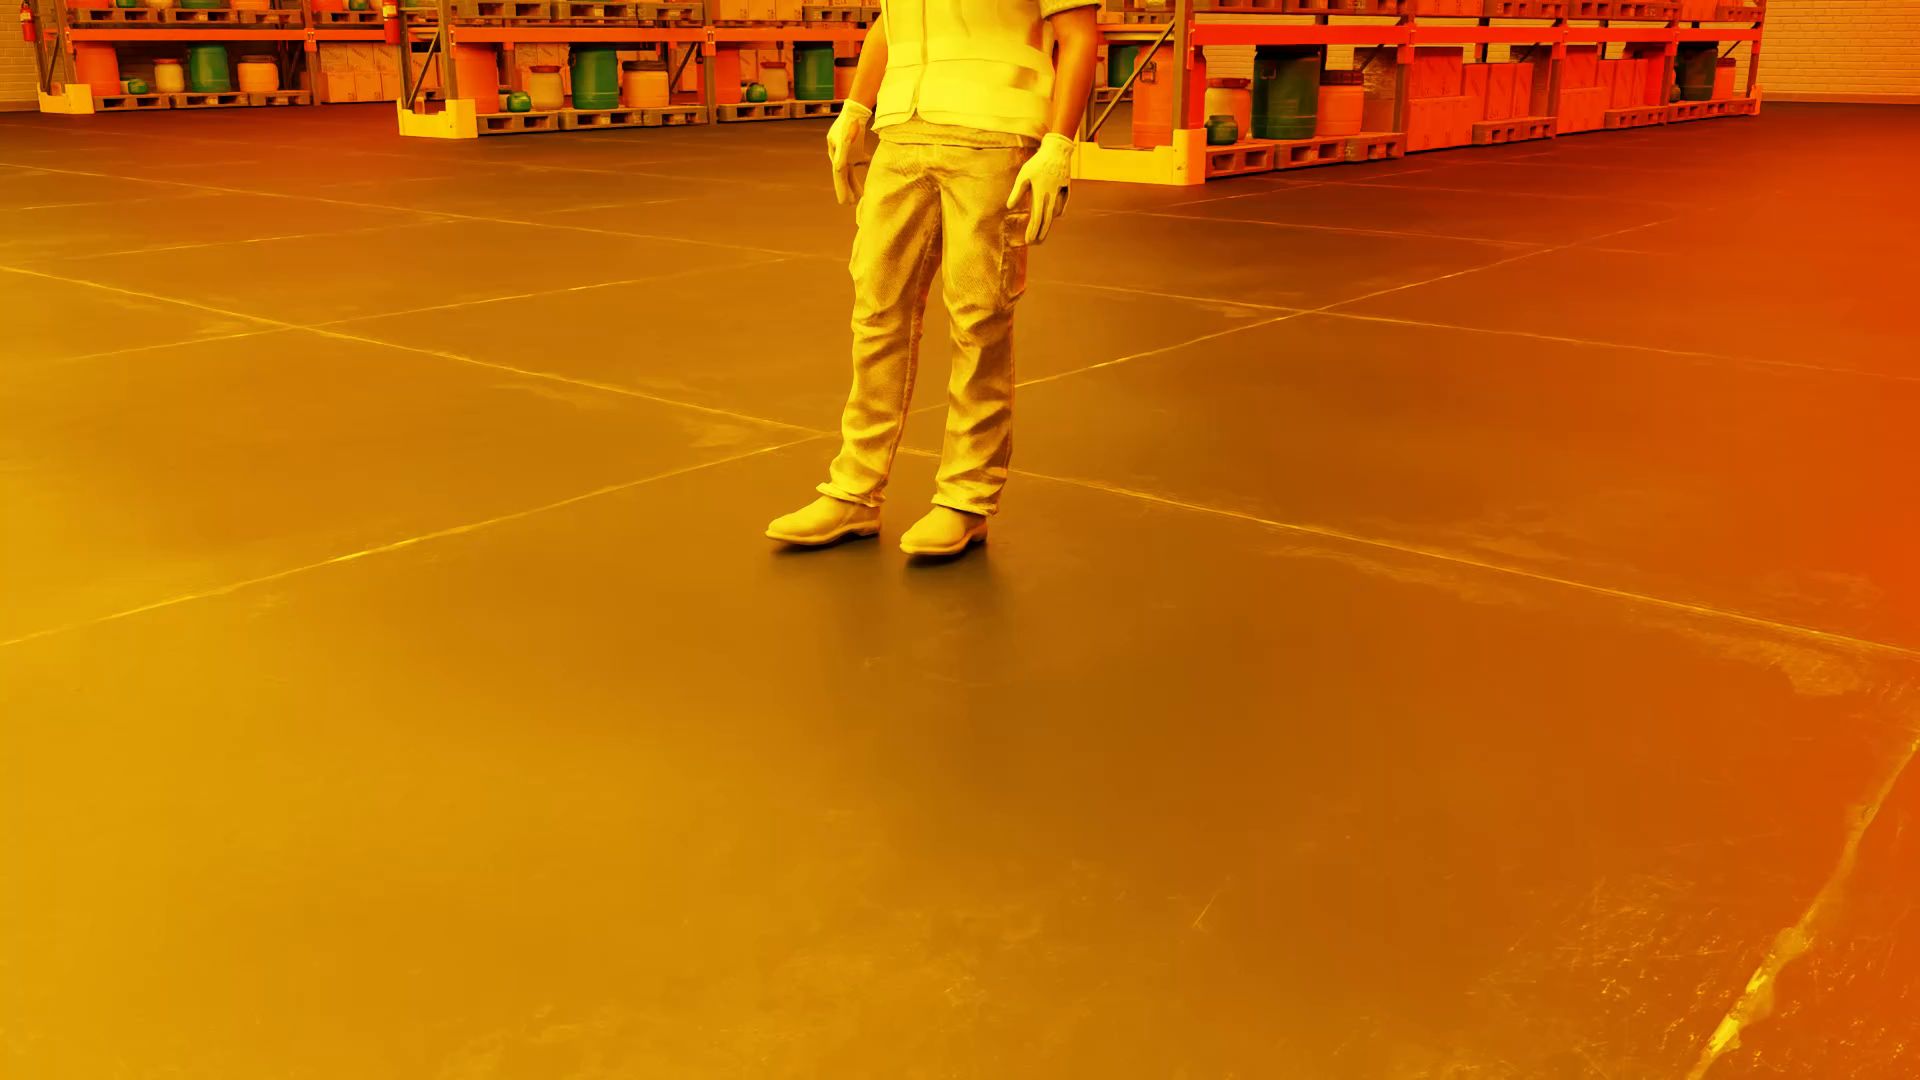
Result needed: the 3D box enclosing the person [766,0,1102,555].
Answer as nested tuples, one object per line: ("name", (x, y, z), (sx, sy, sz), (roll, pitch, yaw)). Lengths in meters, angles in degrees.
("person", (-0.053, -0.846, 3.634), (0.656, 1.782, 0.577), (13, 21, 37))
